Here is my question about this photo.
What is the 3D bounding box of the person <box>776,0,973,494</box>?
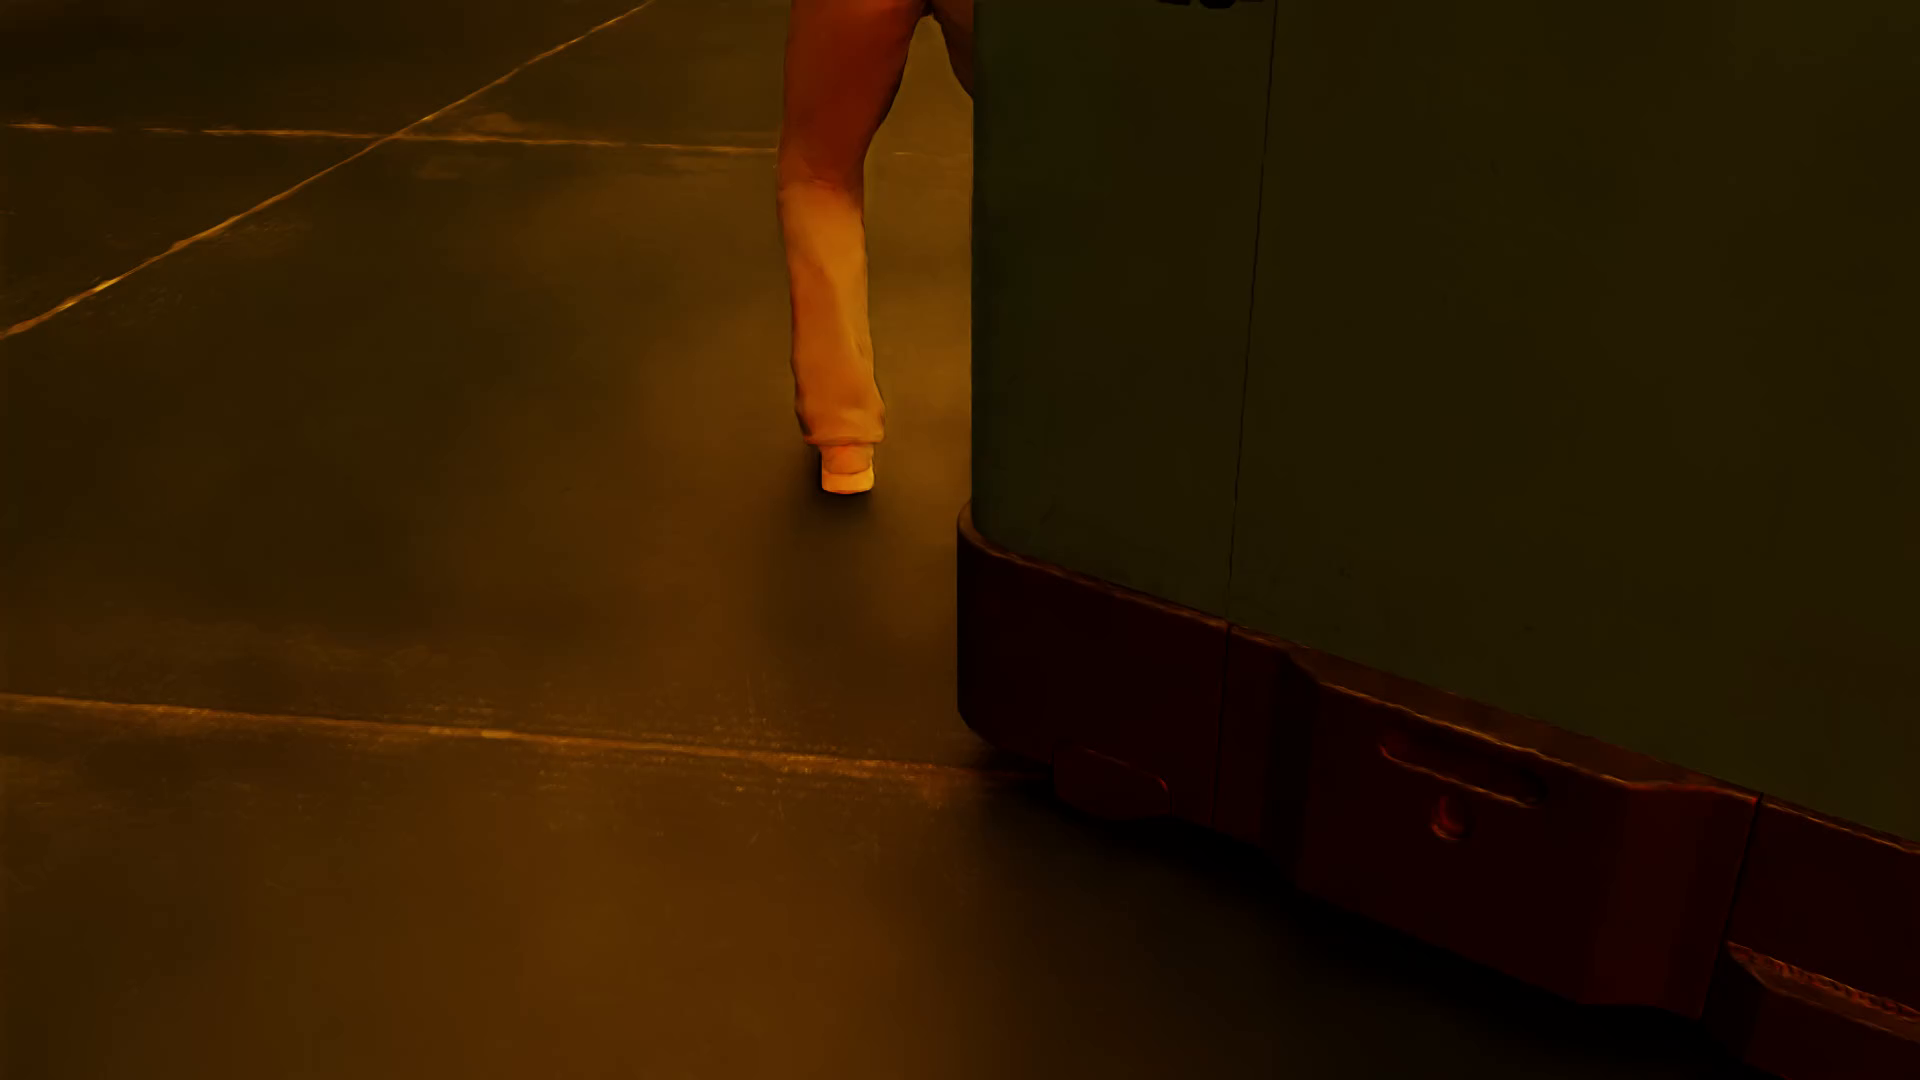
[{"bbox_3d":[-0.011,-0.875,2.505,0.738,1.604,0.552,-1,27,-2],"label":"person"}]

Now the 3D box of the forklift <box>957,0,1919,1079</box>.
[{"bbox_3d":[1.489,-0.838,0.896,3.031,2.935,1.130,18,32,32],"label":"forklift"}]
